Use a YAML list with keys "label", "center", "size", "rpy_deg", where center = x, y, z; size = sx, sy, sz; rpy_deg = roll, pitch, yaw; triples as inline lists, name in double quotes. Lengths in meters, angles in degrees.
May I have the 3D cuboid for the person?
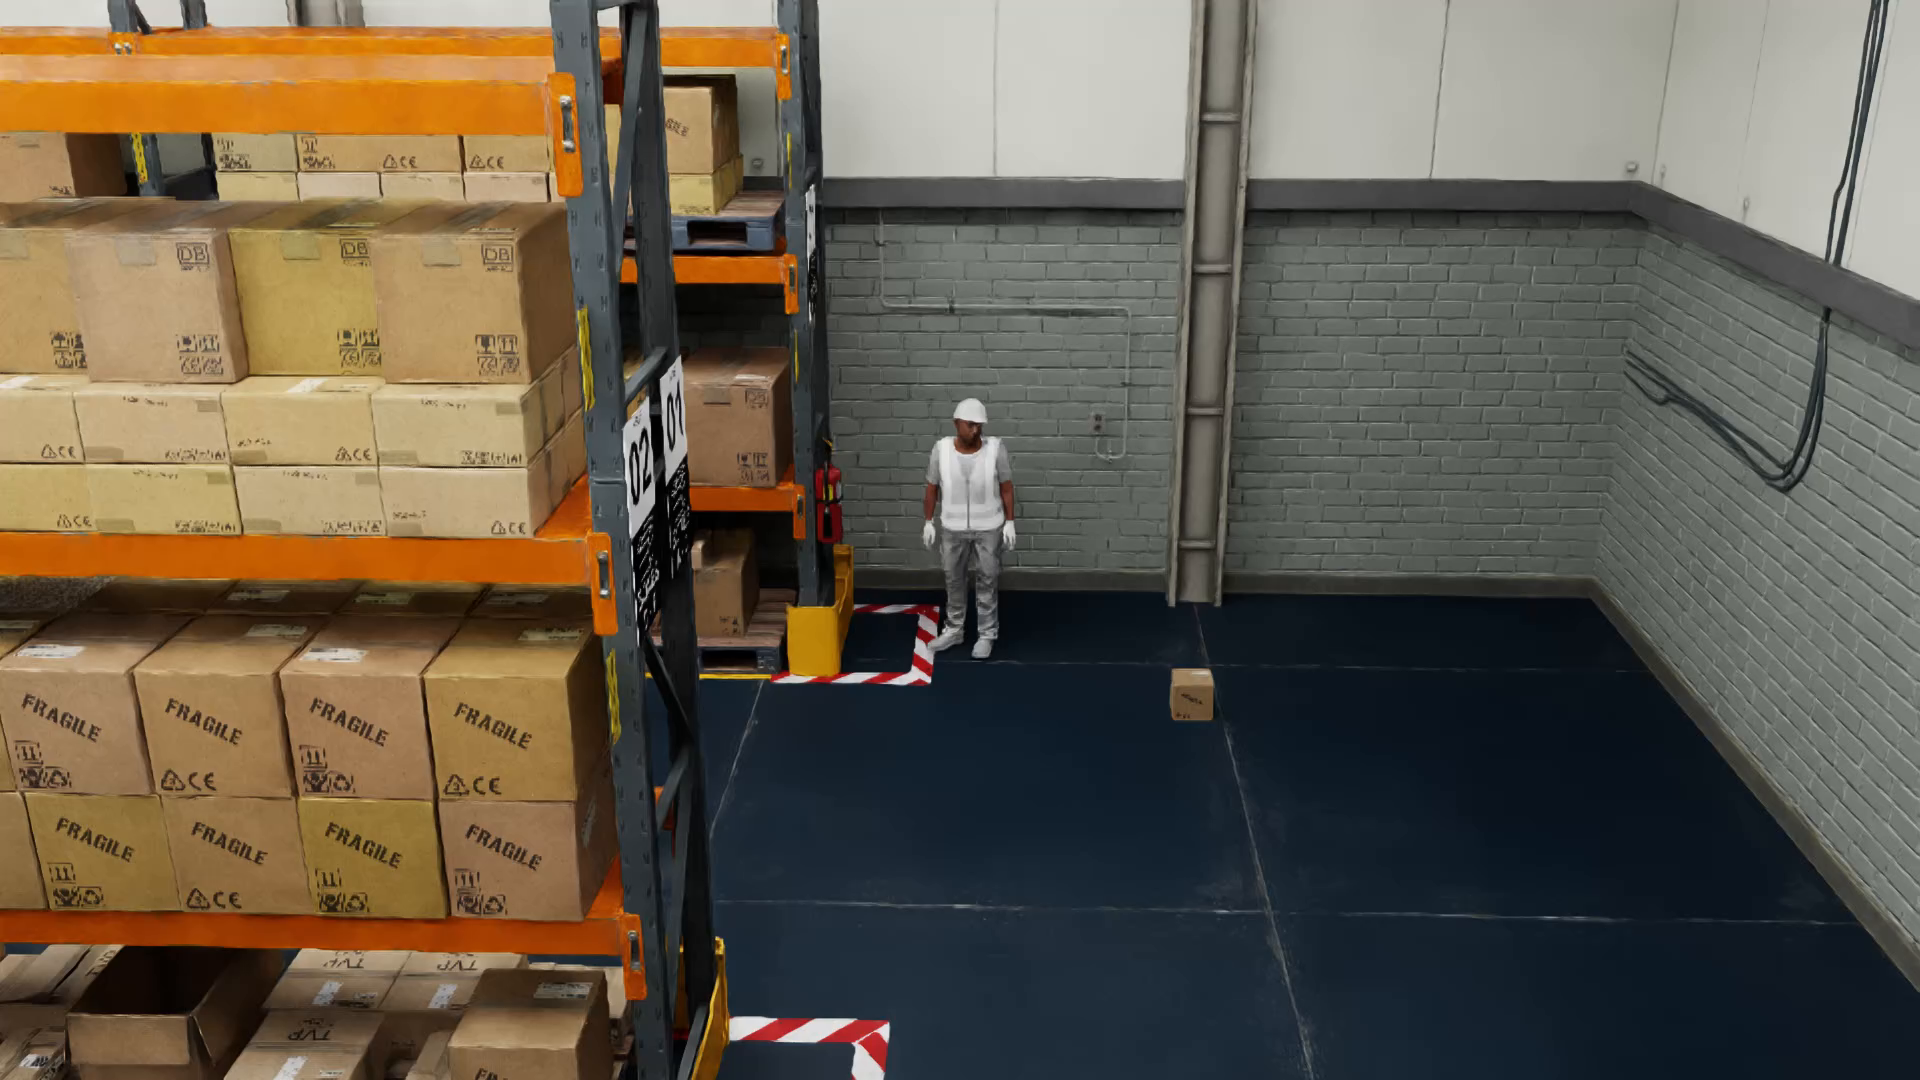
- label: "person"
  center: [0.062, -0.080, 11.187]
  size: [0.638, 1.786, 0.392]
  rpy_deg: [3, 21, 8]
